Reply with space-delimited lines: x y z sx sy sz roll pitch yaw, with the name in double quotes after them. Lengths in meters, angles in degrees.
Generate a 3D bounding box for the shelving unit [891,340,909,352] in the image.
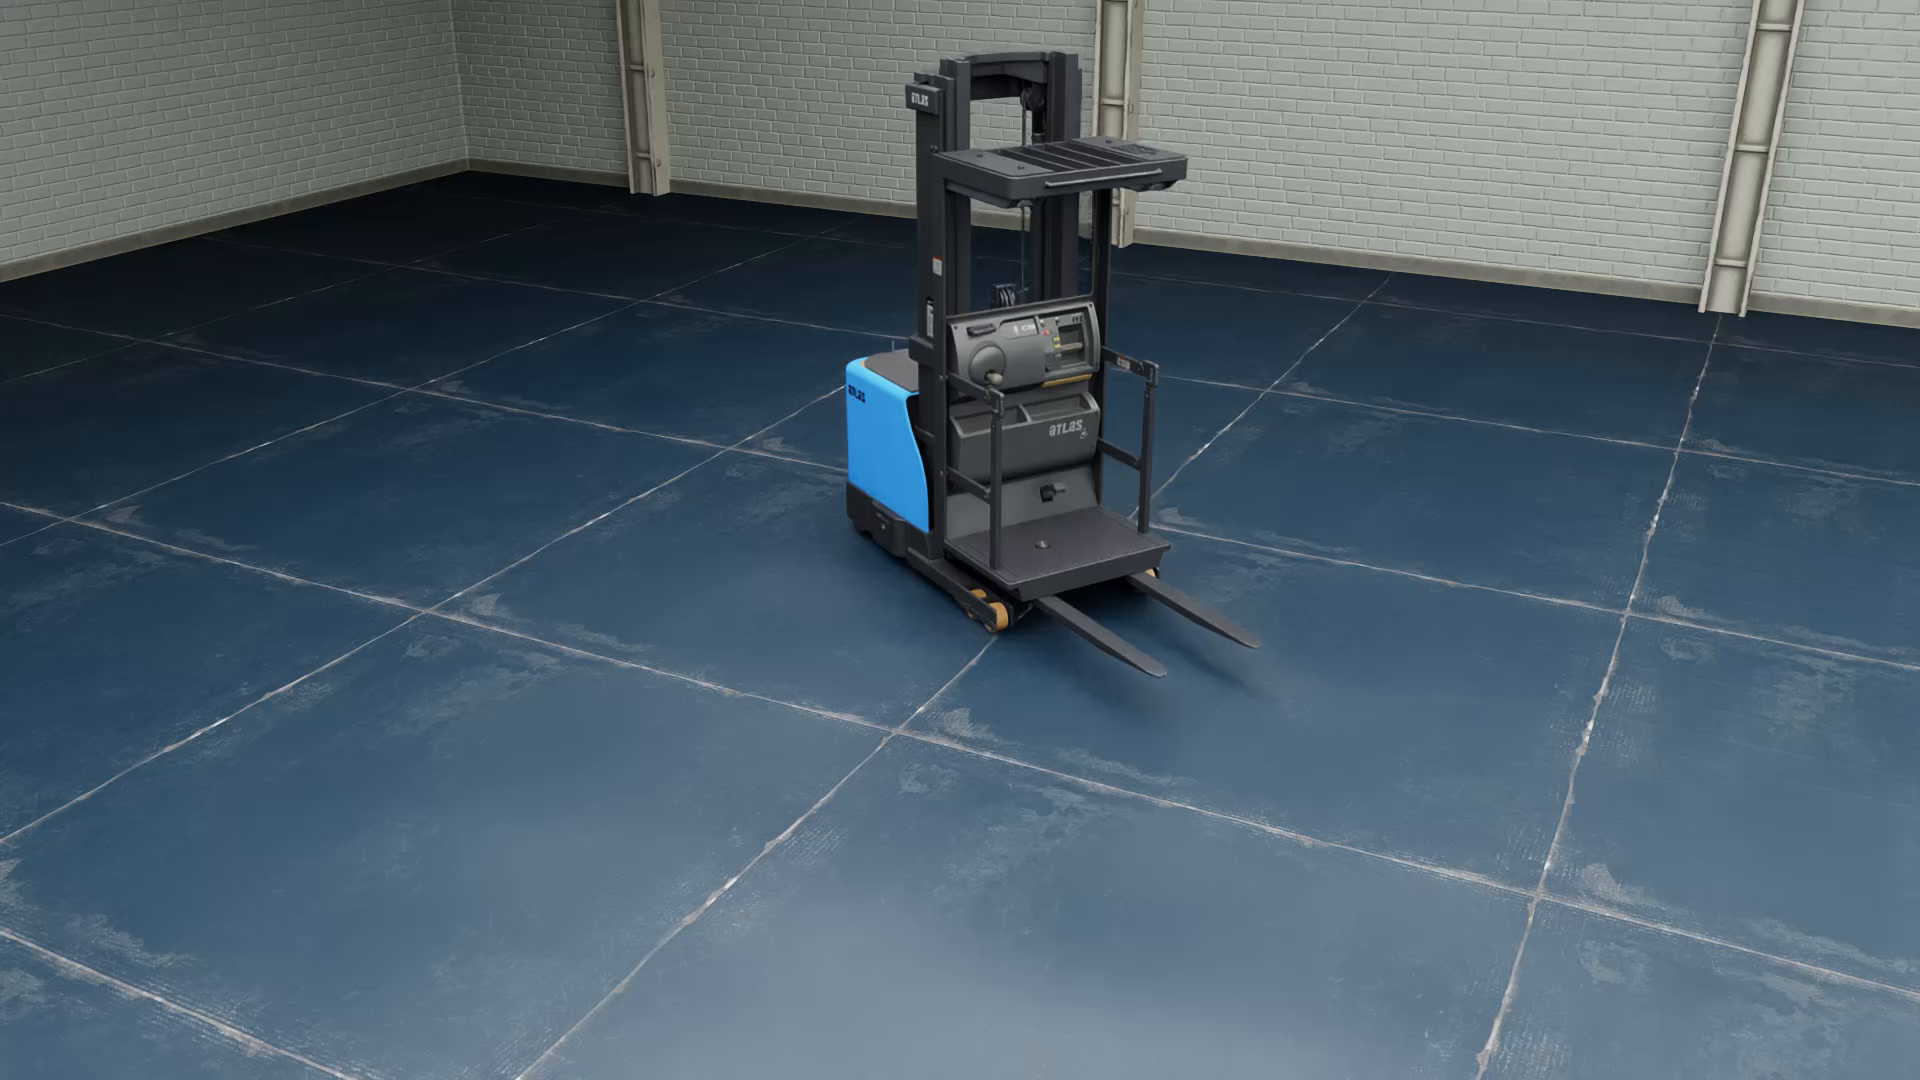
-0.286 -0.759 10.692 0.215 1.050 0.252 -13 26 -28 "shelving unit"

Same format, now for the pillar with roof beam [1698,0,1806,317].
5.018 -4.734 9.882 0.400 9.000 9.100 11 25 25 "pillar with roof beam"

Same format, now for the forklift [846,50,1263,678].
0.478 -1.052 8.978 1.130 2.935 3.031 -13 26 -28 "forklift"

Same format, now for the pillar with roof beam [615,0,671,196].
-5.691 -6.852 14.865 0.400 9.000 9.100 11 25 25 "pillar with roof beam"

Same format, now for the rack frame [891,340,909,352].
-0.348 -0.800 10.789 0.200 1.050 0.008 -13 26 -28 "rack frame"

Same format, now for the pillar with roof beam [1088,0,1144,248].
-0.336 -5.793 12.373 0.400 9.000 9.100 11 25 25 "pillar with roof beam"
